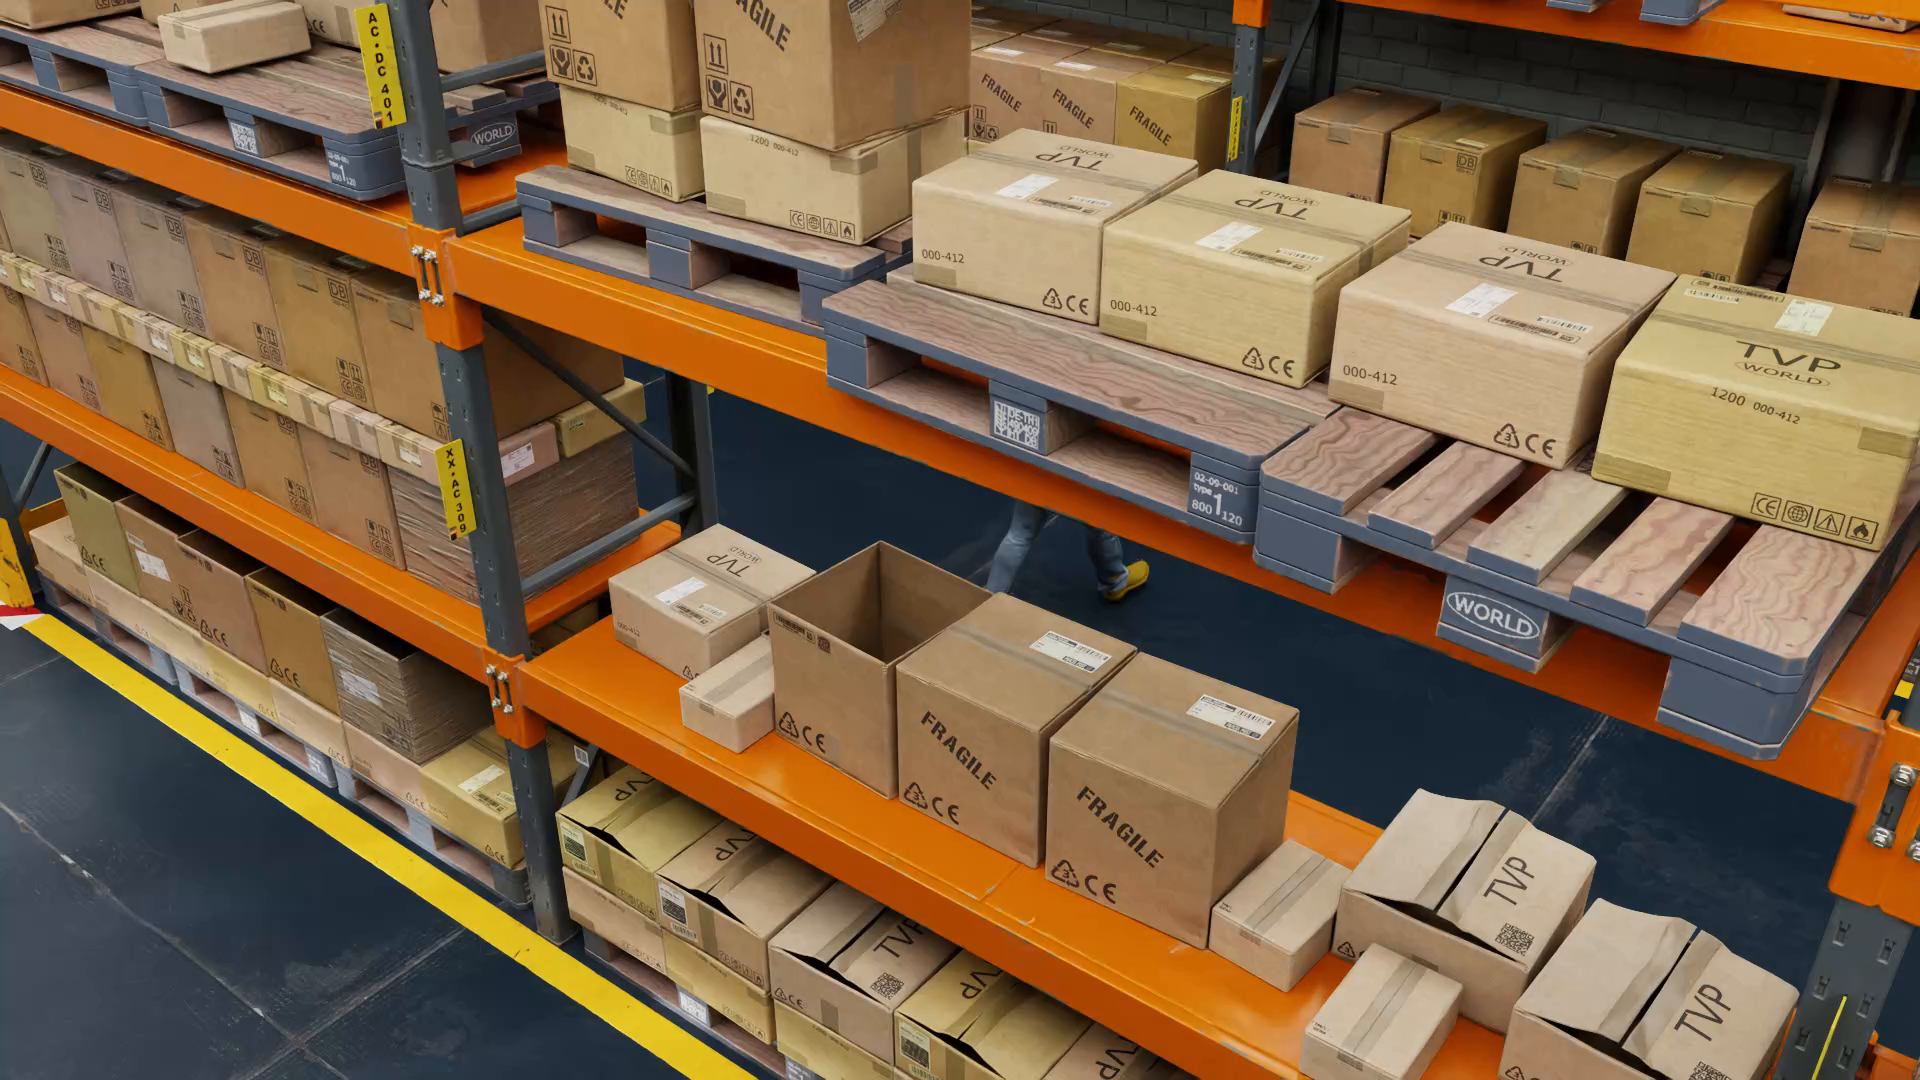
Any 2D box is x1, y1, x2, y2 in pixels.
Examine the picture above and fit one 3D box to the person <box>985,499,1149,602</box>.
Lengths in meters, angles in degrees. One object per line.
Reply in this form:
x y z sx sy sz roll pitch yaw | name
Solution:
0.507 -0.403 7.788 0.700 1.734 0.996 22 37 33 | person
